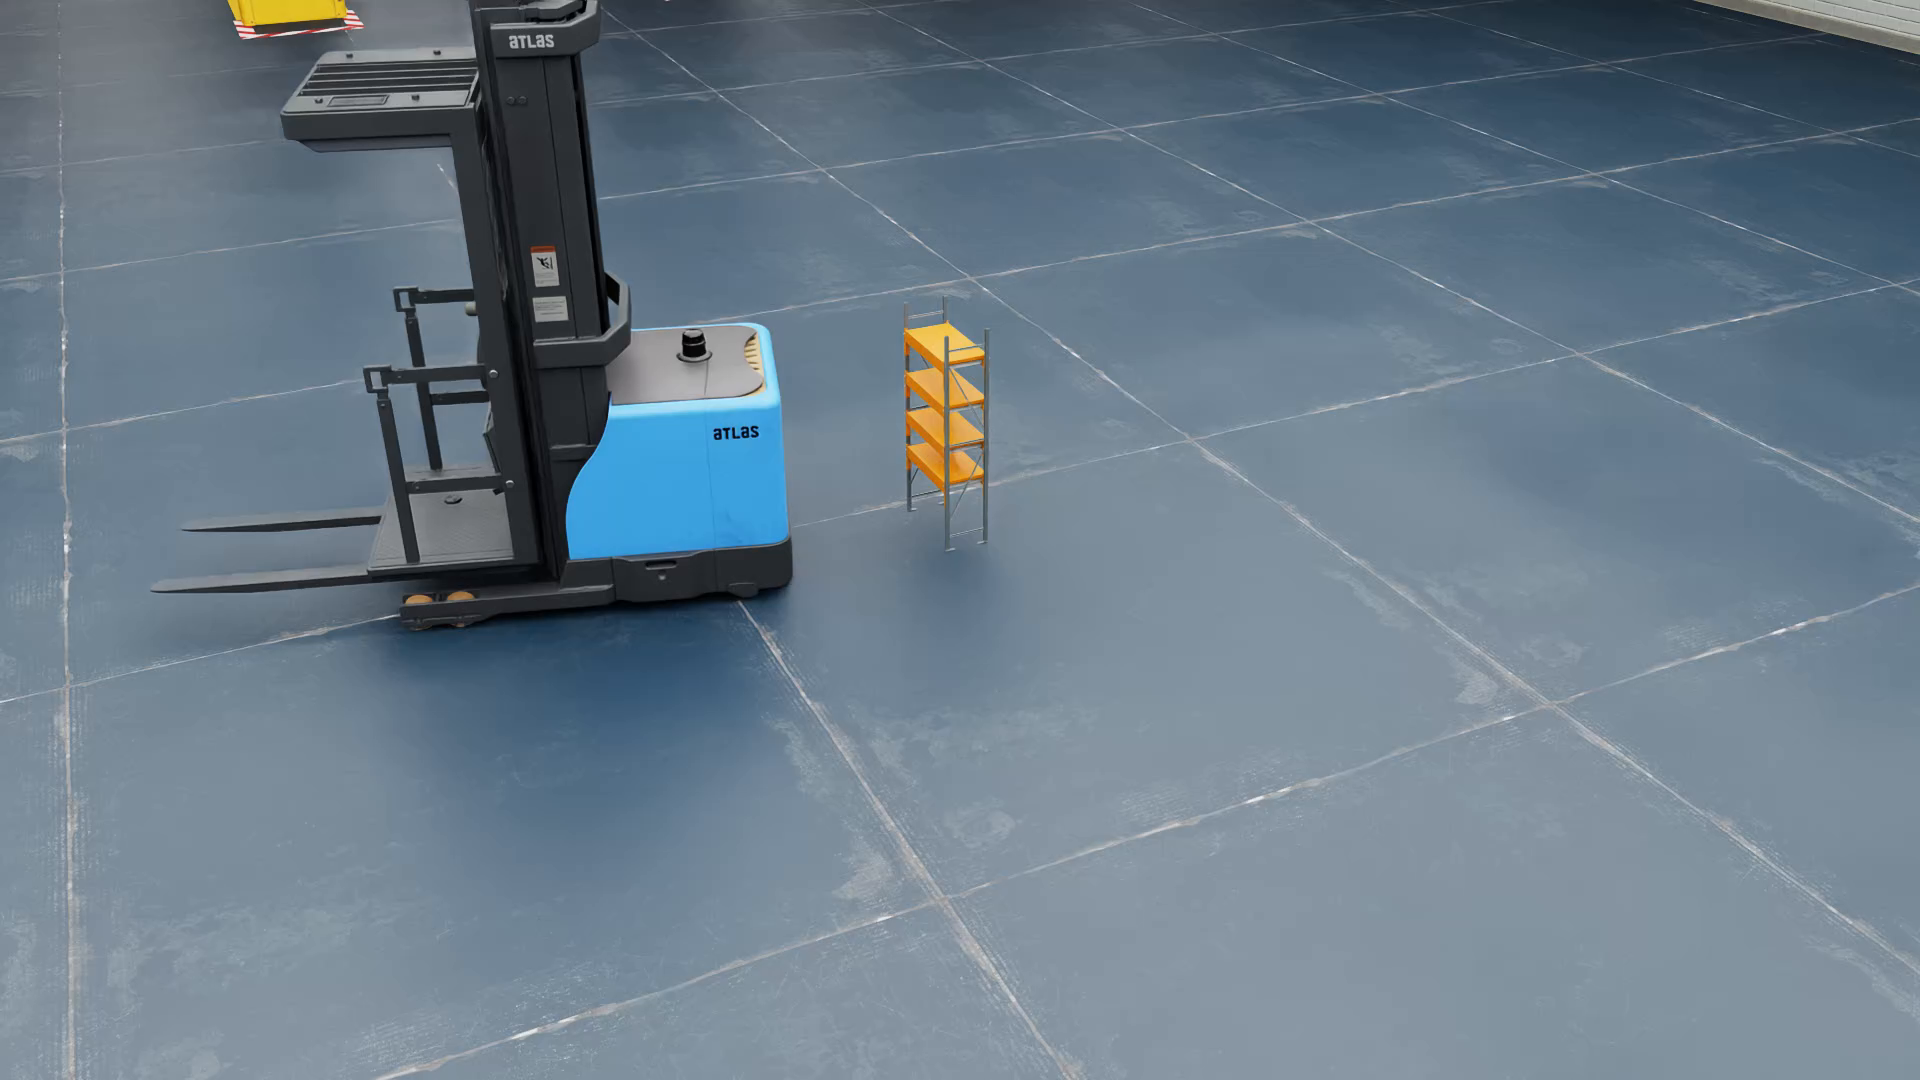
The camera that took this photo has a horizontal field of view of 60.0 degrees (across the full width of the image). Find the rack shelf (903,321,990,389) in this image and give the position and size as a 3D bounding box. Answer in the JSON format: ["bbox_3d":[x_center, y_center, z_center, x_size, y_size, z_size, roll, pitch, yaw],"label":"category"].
[{"bbox_3d":[-0.071,-0.939,8.395,0.258,0.148,0.480,-13,32,-22],"label":"rack shelf"}]

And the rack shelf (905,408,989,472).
[{"bbox_3d":[-0.071,-0.538,8.620,0.258,0.148,0.480,-13,32,-22],"label":"rack shelf"}]

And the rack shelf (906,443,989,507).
[{"bbox_3d":[-0.071,-0.365,8.717,0.258,0.148,0.480,-13,32,-22],"label":"rack shelf"}]

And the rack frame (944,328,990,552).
[{"bbox_3d":[0.034,-0.489,8.395,0.240,1.200,0.015,-13,32,-22],"label":"rack frame"}]

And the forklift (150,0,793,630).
[{"bbox_3d":[-2.393,-1.124,7.758,3.031,2.935,1.130,-5,30,-8],"label":"forklift"}]

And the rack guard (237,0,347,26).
[{"bbox_3d":[-7.934,-6.433,19.711,1.175,0.500,0.348,-13,32,-22],"label":"rack guard"}]

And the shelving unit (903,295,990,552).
[{"bbox_3d":[-0.071,-0.596,8.587,0.258,1.200,0.503,-13,32,-22],"label":"shelving unit"}]

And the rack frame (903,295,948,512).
[{"bbox_3d":[-0.176,-0.704,8.779,0.240,1.200,0.015,-13,32,-22],"label":"rack frame"}]

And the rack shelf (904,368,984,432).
[{"bbox_3d":[-0.071,-0.733,8.510,0.258,0.148,0.480,-13,32,-22],"label":"rack shelf"}]
